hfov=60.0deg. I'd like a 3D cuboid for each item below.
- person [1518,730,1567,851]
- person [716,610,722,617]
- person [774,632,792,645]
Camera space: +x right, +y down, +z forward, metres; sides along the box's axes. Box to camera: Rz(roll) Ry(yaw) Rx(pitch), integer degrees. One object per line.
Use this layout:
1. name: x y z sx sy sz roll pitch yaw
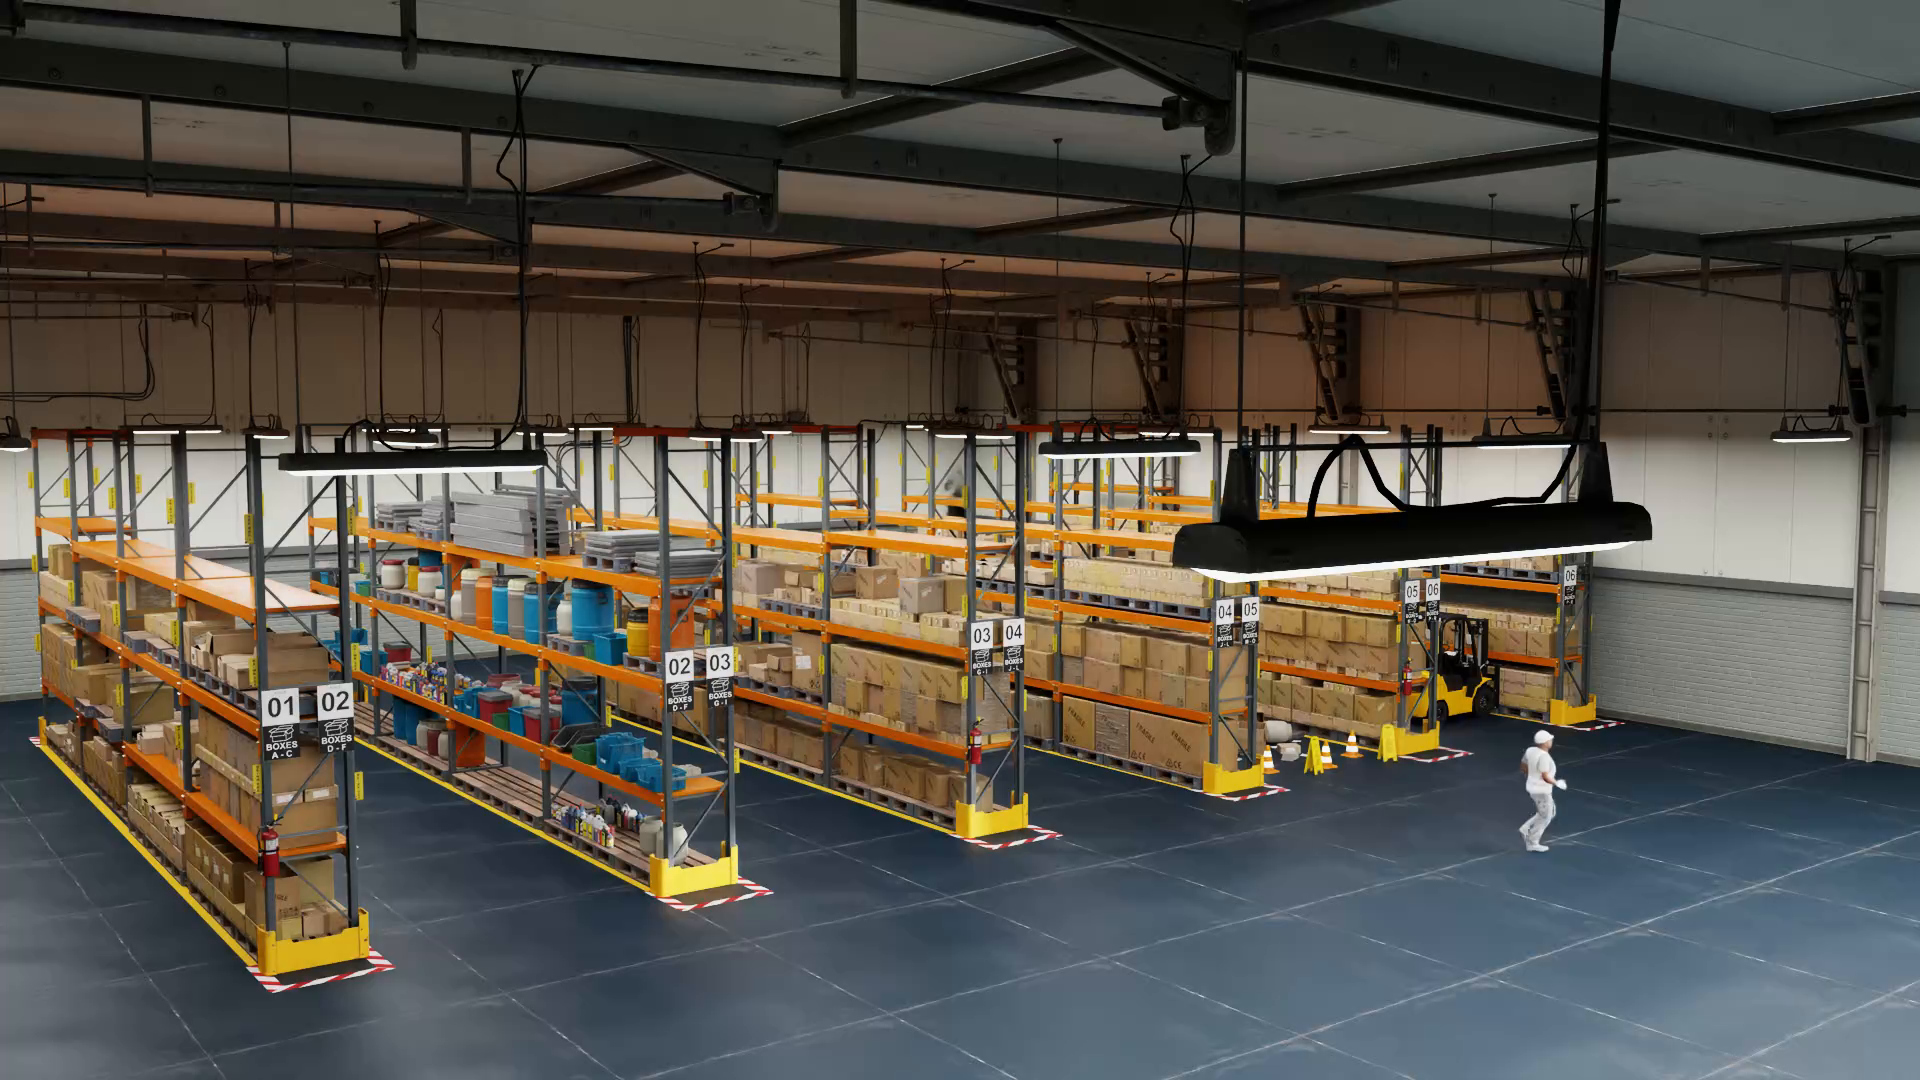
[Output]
1. person: 8.339 3.586 23.785 0.587 1.740 0.685 0 4 3
2. person: -6.233 2.243 41.332 0.761 1.753 0.818 -2 5 -19
3. person: -4.523 2.176 42.444 0.727 1.695 0.612 -3 5 -31
